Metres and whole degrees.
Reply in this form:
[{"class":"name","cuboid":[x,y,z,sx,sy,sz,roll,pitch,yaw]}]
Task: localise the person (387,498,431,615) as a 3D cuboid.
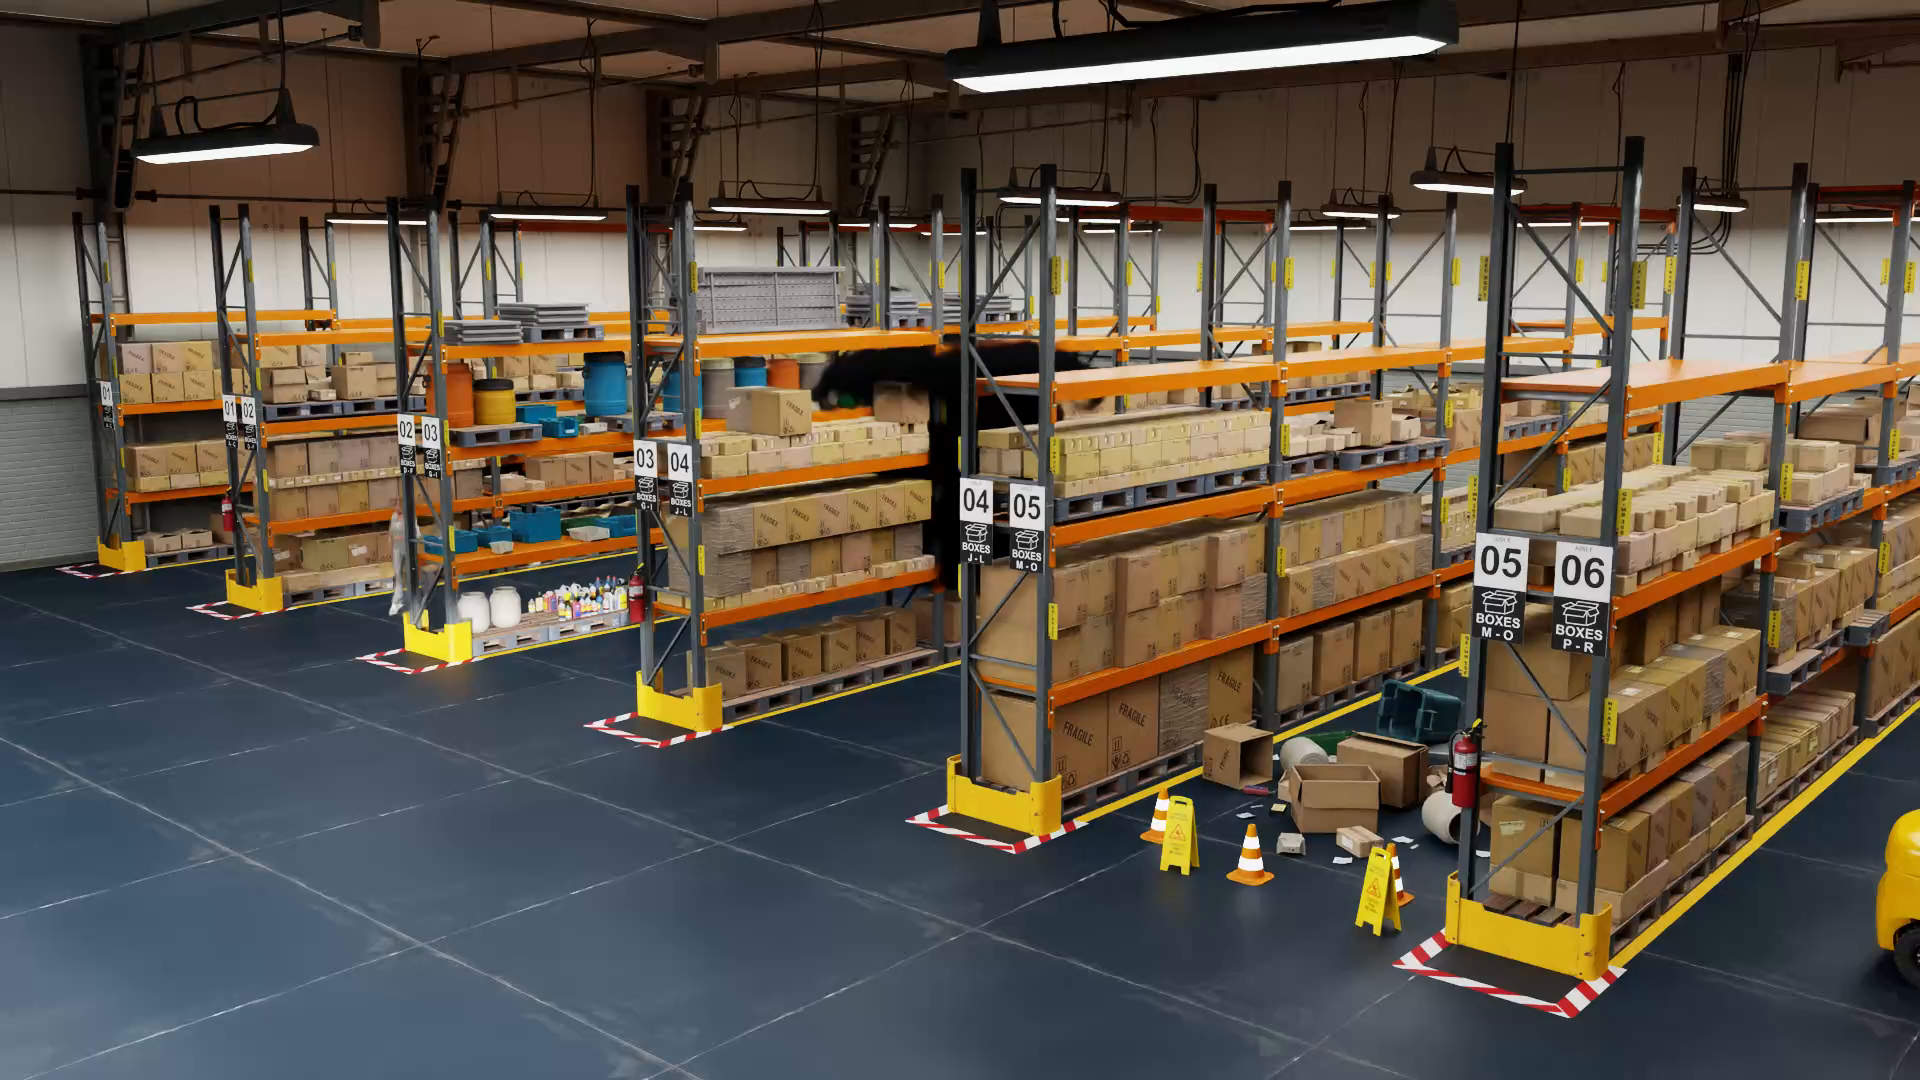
[{"class":"person","cuboid":[-7.901,0.193,23.729,0.570,1.634,0.825,2,10,14]}]
